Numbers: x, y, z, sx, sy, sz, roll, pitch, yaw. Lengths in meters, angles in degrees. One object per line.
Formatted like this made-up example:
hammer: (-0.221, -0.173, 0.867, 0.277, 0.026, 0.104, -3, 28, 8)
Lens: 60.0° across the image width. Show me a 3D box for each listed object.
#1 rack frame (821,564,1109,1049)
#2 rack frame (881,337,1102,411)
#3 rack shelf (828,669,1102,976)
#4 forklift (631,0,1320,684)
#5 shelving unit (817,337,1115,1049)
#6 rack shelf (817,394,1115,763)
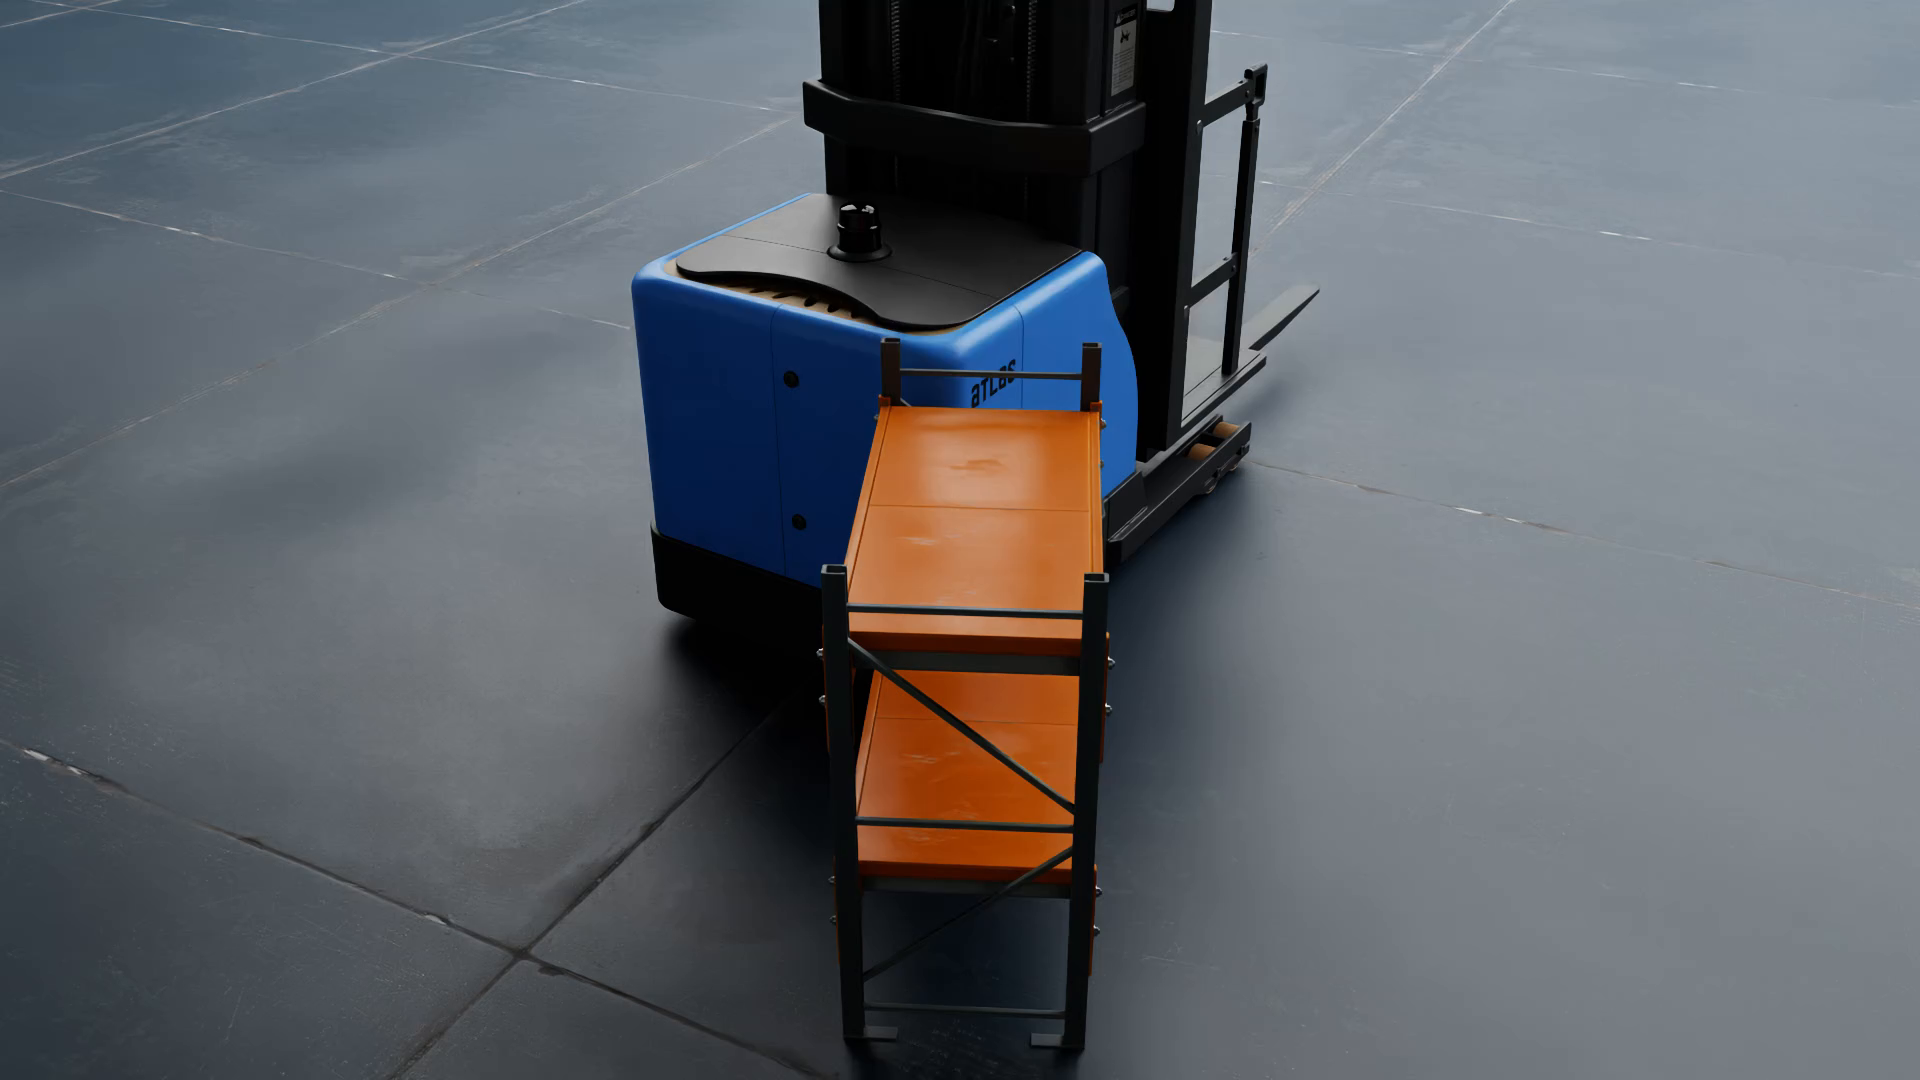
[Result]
rack frame: (0.008, 0.546, 3.170, 0.500, 1.125, 0.032, 2, 30, 3)
rack frame: (0.070, 0.040, 4.050, 0.500, 1.125, 0.032, 2, 30, 3)
rack shelf: (0.039, 0.505, 3.732, 0.538, 0.278, 1.000, 2, 30, 3)
forklift: (0.332, -1.535, 4.979, 1.130, 2.935, 3.031, 17, 34, 27)
shelving unit: (0.039, 0.293, 3.610, 0.538, 1.125, 1.048, 2, 30, 3)
rack shelf: (0.039, 0.039, 3.465, 0.538, 0.278, 1.000, 2, 30, 3)
